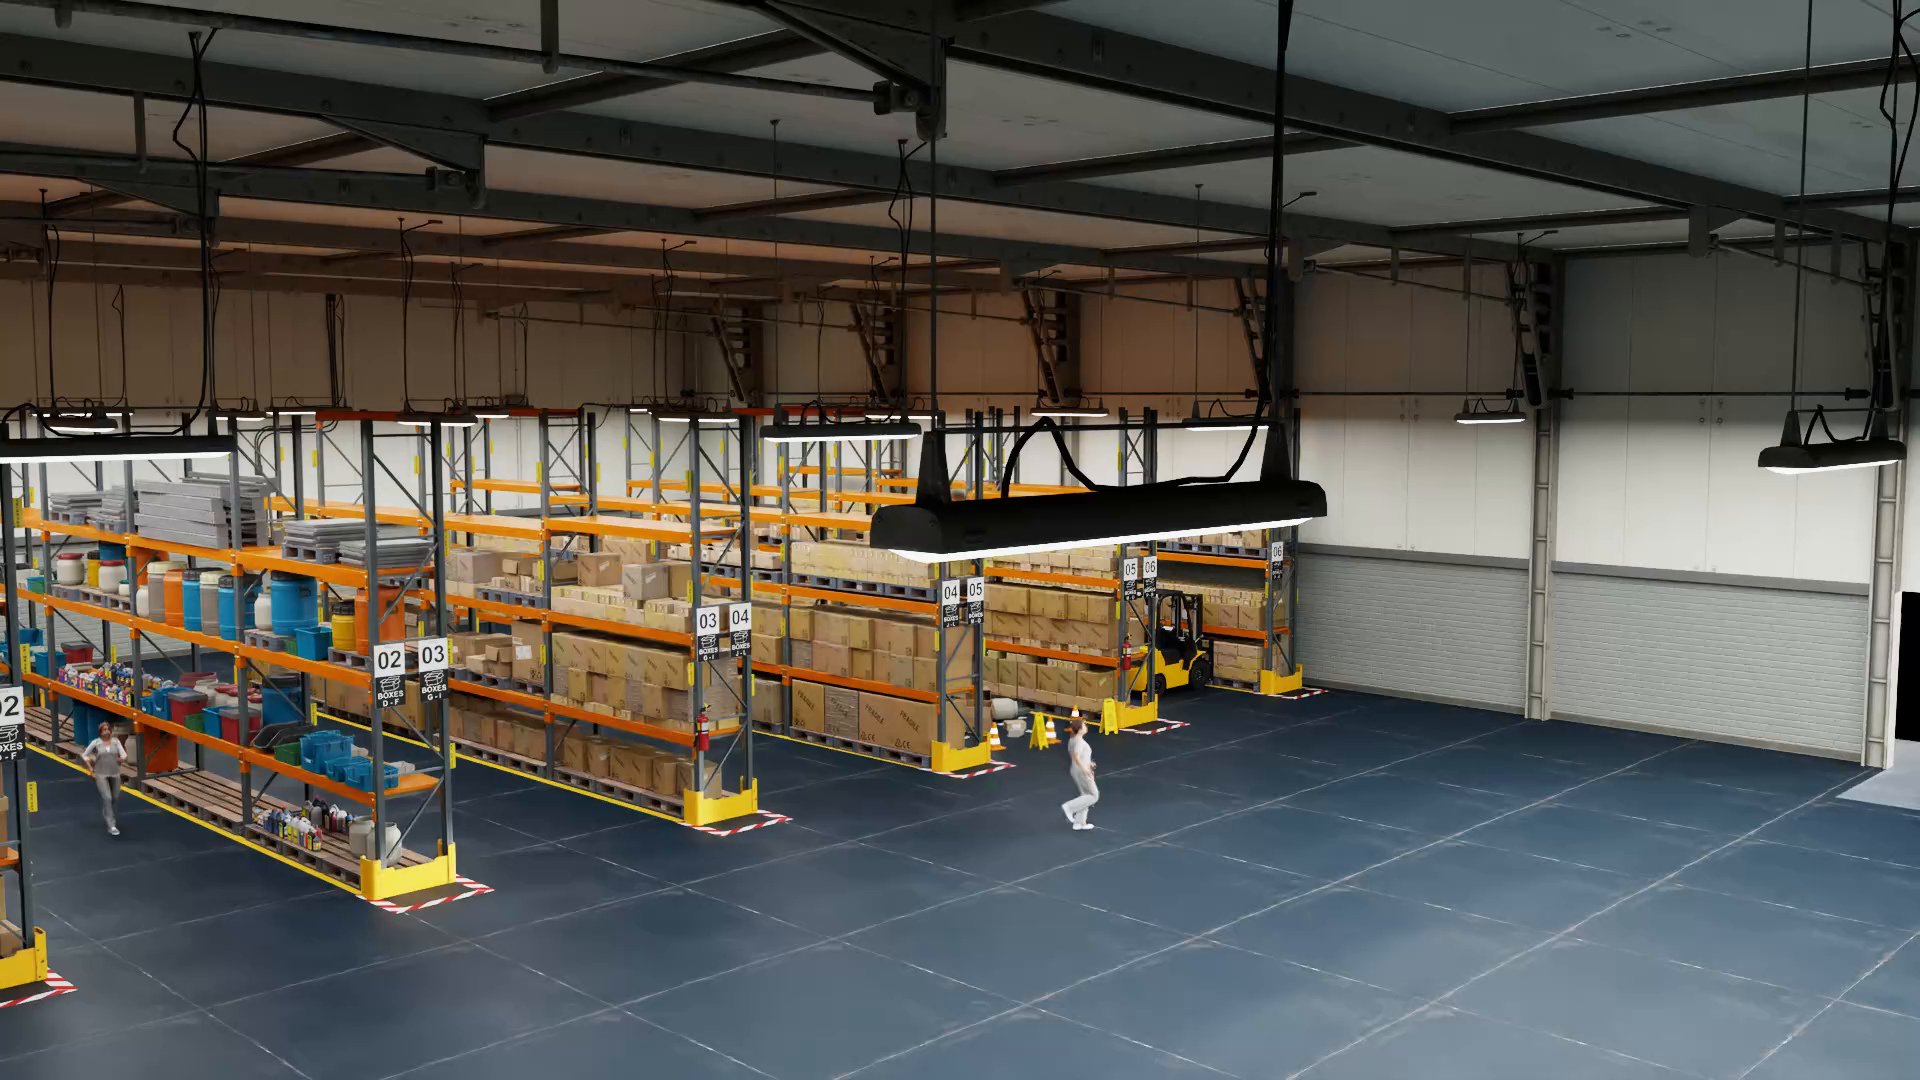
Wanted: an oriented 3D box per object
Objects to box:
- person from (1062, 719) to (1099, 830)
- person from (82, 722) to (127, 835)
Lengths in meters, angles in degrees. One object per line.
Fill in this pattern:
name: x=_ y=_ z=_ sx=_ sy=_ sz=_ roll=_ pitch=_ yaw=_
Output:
person: x=1.728 y=3.391 z=24.083 sx=0.569 sy=1.620 sz=0.564 roll=-1 pitch=5 yaw=-13
person: x=-12.298 y=3.403 z=23.966 sx=0.543 sy=1.575 sz=0.878 roll=-5 pitch=7 yaw=-44
